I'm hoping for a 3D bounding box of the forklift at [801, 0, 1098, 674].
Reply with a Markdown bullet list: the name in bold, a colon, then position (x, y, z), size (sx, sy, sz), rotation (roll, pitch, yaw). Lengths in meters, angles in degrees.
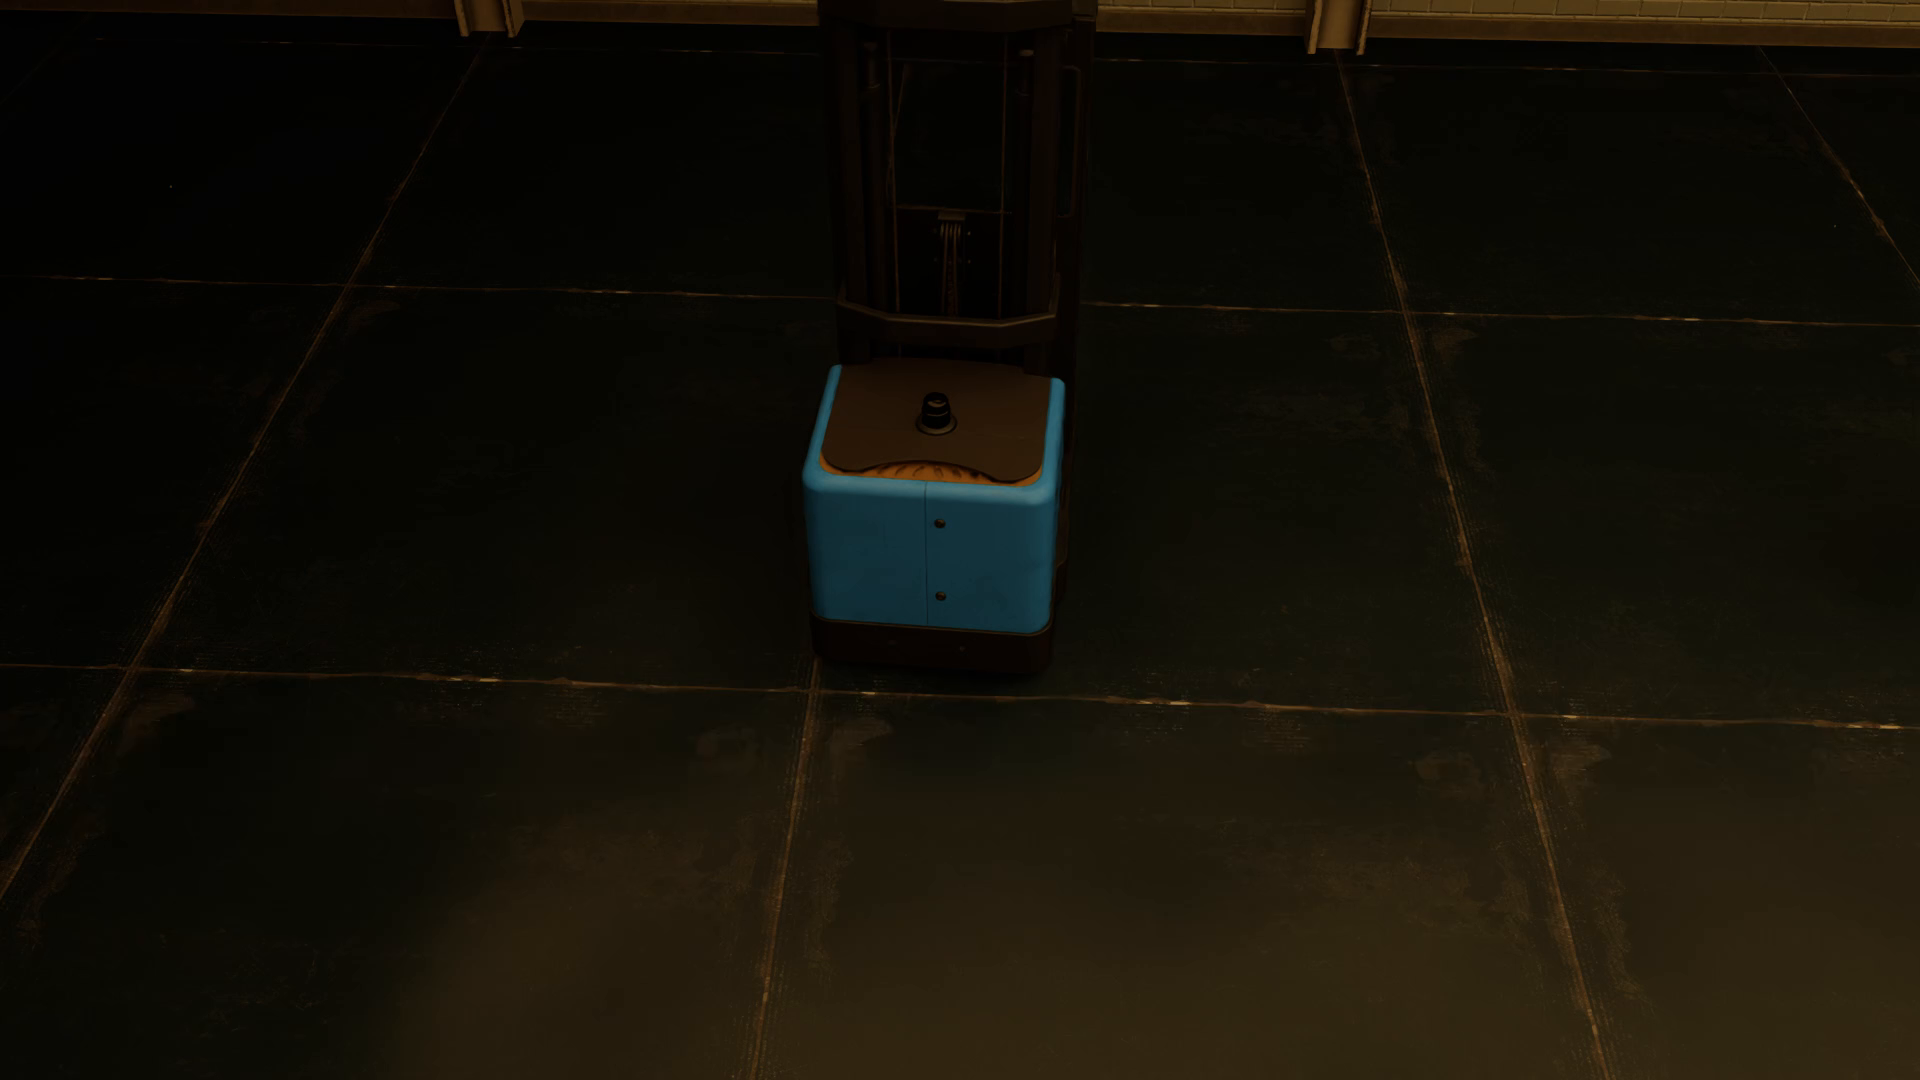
- **forklift**: position (0.014, -1.493, 7.378), size (1.130, 2.935, 3.031), rotation (4, 43, 4)
